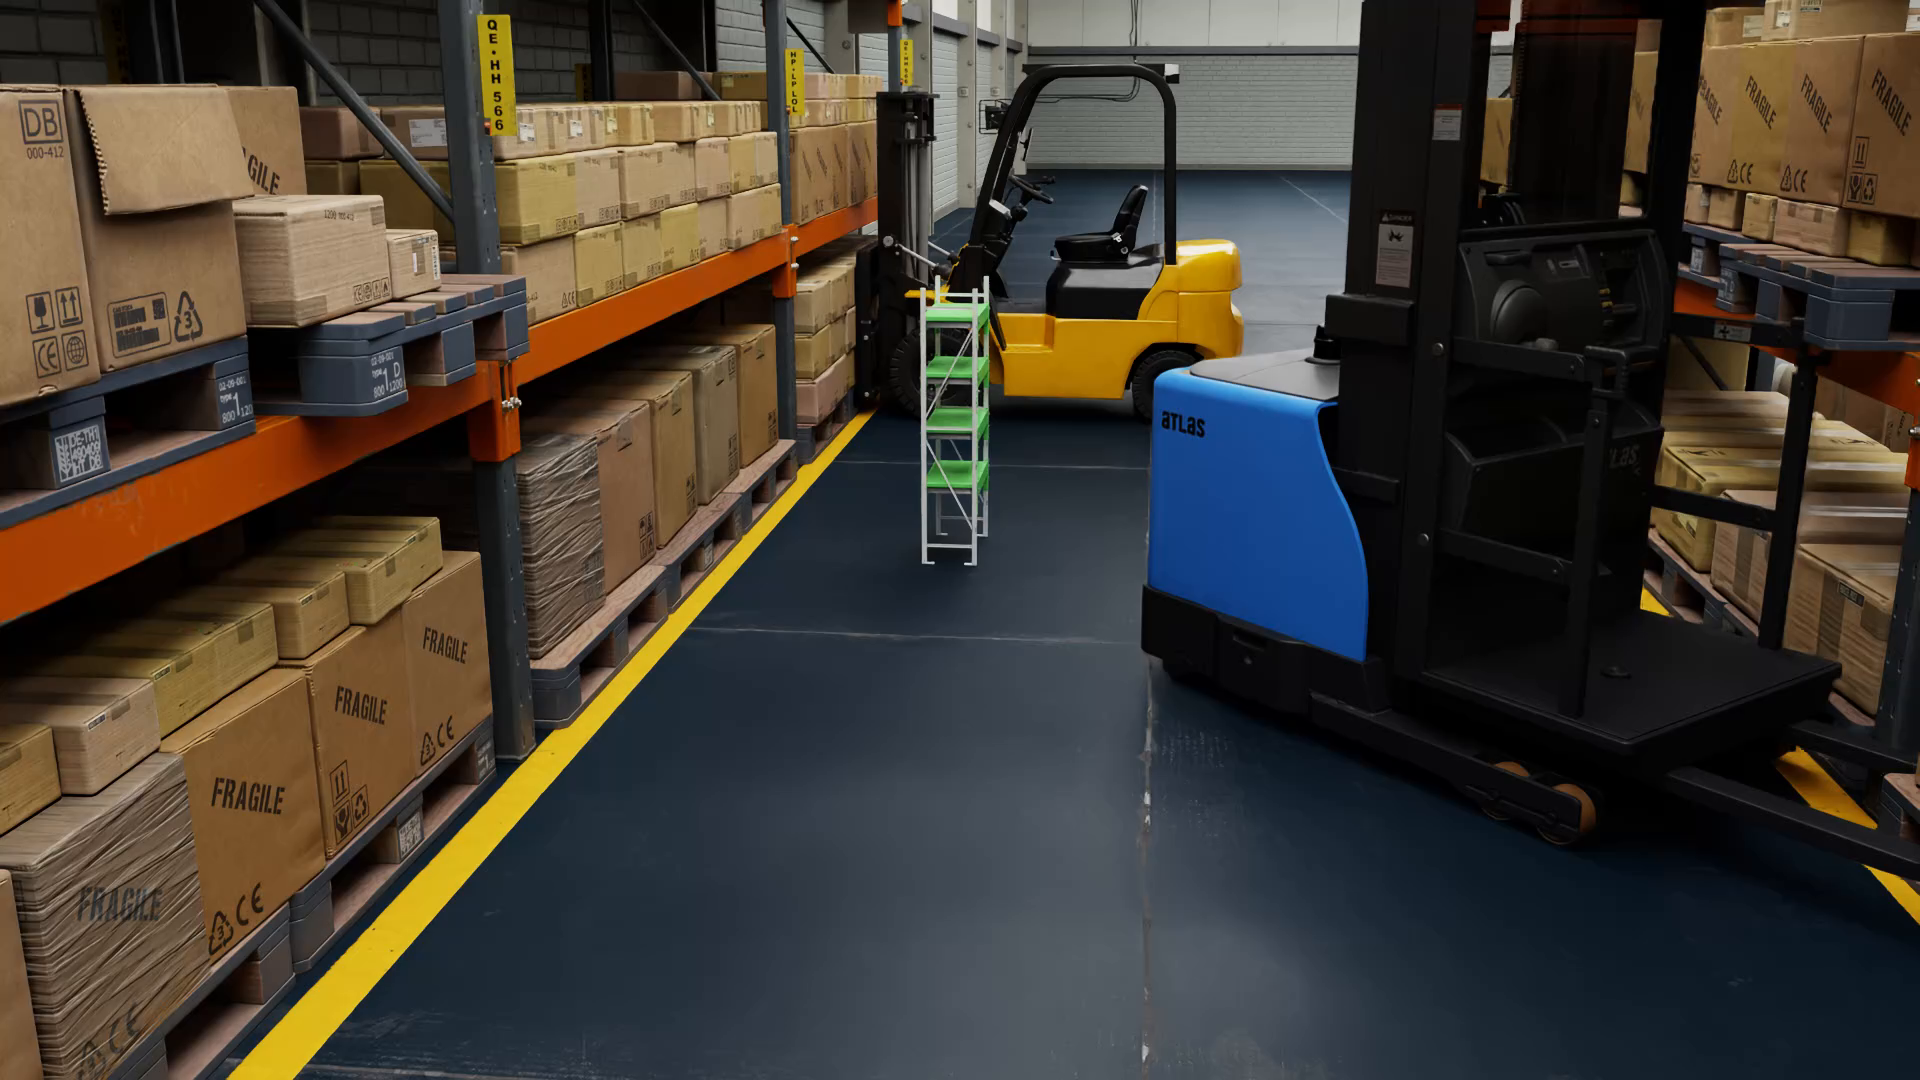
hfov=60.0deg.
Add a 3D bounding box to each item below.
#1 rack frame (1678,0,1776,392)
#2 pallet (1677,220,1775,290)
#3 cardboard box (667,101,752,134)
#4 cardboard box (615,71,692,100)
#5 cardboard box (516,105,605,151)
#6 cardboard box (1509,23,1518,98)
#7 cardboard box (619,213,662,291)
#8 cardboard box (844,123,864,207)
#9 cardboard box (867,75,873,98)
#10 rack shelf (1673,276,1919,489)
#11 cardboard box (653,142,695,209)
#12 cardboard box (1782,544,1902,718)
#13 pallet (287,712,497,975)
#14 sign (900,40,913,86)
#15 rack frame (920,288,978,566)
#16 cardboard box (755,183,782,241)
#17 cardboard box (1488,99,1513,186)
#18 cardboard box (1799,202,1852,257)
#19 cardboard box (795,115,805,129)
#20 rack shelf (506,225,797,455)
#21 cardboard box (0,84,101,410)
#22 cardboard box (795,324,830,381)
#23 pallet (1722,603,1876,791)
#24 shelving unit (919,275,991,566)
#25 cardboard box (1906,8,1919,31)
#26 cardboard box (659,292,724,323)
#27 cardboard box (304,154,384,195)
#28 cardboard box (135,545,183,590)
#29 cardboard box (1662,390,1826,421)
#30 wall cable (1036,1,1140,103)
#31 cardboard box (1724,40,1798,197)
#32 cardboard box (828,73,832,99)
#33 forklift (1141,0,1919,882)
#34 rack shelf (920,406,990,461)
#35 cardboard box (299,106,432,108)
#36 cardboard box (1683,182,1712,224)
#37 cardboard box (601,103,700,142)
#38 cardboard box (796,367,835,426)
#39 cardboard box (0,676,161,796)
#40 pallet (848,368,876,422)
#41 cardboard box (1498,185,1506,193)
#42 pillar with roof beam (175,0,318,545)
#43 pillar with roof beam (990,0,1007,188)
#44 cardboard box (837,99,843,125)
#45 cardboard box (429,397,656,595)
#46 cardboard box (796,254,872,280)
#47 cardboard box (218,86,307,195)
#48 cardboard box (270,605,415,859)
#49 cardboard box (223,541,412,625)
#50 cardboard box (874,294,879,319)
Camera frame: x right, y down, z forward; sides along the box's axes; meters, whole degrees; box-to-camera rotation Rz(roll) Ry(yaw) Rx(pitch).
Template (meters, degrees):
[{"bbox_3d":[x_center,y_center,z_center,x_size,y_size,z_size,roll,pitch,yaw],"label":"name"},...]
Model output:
[{"bbox_3d":[3.547,-1.683,8.138,1.000,3.000,0.127,2,15,6],"label":"rack frame"},{"bbox_3d":[3.279,-1.067,6.230,1.003,0.211,1.213,2,15,6],"label":"pallet"},{"bbox_3d":[-1.214,-2.027,7.976,0.380,0.149,0.250,1,15,5],"label":"cardboard box"},{"bbox_3d":[-1.649,-2.425,8.878,0.380,0.149,0.250,2,15,6],"label":"cardboard box"},{"bbox_3d":[-1.458,-1.431,5.772,0.380,0.149,0.250,2,15,7],"label":"cardboard box"},{"bbox_3d":[4.158,-3.256,11.279,0.700,0.500,0.500,1,15,5],"label":"cardboard box"},{"bbox_3d":[-1.431,-1.090,6.234,0.500,0.250,0.500,1,15,4],"label":"cardboard box"},{"bbox_3d":[-0.899,-2.380,10.527,0.500,0.500,0.500,2,15,7],"label":"cardboard box"},{"bbox_3d":[-0.785,-3.004,11.023,0.380,0.149,0.250,2,15,8],"label":"cardboard box"},{"bbox_3d":[3.322,-0.817,6.314,1.077,0.370,4.000,2,15,6],"label":"rack shelf"},{"bbox_3d":[-1.376,-1.466,6.665,0.500,0.250,0.500,2,15,7],"label":"cardboard box"},{"bbox_3d":[3.170,0.274,5.131,0.950,0.372,0.625,1,15,2],"label":"cardboard box"},{"bbox_3d":[-1.958,0.748,4.491,1.003,0.211,1.213,2,15,6],"label":"pallet"},{"bbox_3d":[-0.396,-3.519,12.258,0.100,0.325,0.005,2,15,6],"label":"sign"},{"bbox_3d":[-0.046,-0.473,7.113,0.240,1.200,0.015,2,15,6],"label":"rack frame"},{"bbox_3d":[-1.182,-1.617,8.183,0.500,0.250,0.500,2,15,8],"label":"cardboard box"},{"bbox_3d":[3.509,-2.399,10.024,0.500,0.500,0.500,1,15,5],"label":"cardboard box"},{"bbox_3d":[2.841,-0.957,5.131,0.380,0.149,0.250,2,15,6],"label":"cardboard box"},{"bbox_3d":[-1.060,-2.331,9.103,0.380,0.149,0.250,2,15,8],"label":"cardboard box"},{"bbox_3d":[-1.611,-0.962,6.851,1.077,0.370,4.000,2,15,6],"label":"rack shelf"},{"bbox_3d":[-1.864,-0.461,2.623,0.700,0.500,0.500,2,15,6],"label":"cardboard box"},{"bbox_3d":[-1.024,-1.061,9.345,0.500,0.250,0.500,2,15,6],"label":"cardboard box"},{"bbox_3d":[3.186,0.498,5.415,1.003,0.211,1.213,2,15,6],"label":"pallet"},{"bbox_3d":[-0.019,-0.536,7.347,0.258,1.200,0.503,2,15,6],"label":"shelving unit"},{"bbox_3d":[3.647,-2.013,6.552,0.380,0.149,0.250,1,15,4],"label":"cardboard box"},{"bbox_3d":[-1.522,-1.319,9.342,0.500,0.250,0.500,2,15,7],"label":"cardboard box"},{"bbox_3d":[-2.062,-1.084,5.254,0.500,0.250,0.500,2,15,8],"label":"cardboard box"},{"bbox_3d":[-2.262,0.095,4.308,0.380,0.149,0.250,2,15,8],"label":"cardboard box"},{"bbox_3d":[3.491,-0.481,7.923,0.950,0.372,0.625,2,15,7],"label":"cardboard box"},{"bbox_3d":[3.124,-12.614,43.021,3.097,2.526,0.112,2,15,6],"label":"wall cable"},{"bbox_3d":[2.974,-1.431,5.643,0.500,0.500,0.500,1,15,2],"label":"cardboard box"},{"bbox_3d":[-0.961,-2.676,9.806,0.380,0.149,0.250,1,15,5],"label":"cardboard box"},{"bbox_3d":[1.908,-0.720,4.711,1.130,2.935,3.031,-10,18,-34],"label":"forklift"},{"bbox_3d":[-0.019,-0.475,7.363,0.258,0.148,0.480,2,15,6],"label":"rack shelf"},{"bbox_3d":[-1.992,-1.379,5.580,0.380,0.149,0.250,2,15,6],"label":"cardboard box"},{"bbox_3d":[2.996,-1.293,6.374,0.380,0.149,0.250,2,15,8],"label":"cardboard box"},{"bbox_3d":[-1.271,-1.691,6.734,0.380,0.149,0.250,1,15,5],"label":"cardboard box"},{"bbox_3d":[-1.001,-0.819,9.408,0.500,0.250,0.500,2,15,7],"label":"cardboard box"},{"bbox_3d":[-1.818,0.379,3.256,0.380,0.149,0.250,1,15,4],"label":"cardboard box"},{"bbox_3d":[-1.119,-1.004,10.971,1.003,0.211,1.213,2,15,6],"label":"pallet"},{"bbox_3d":[3.444,-2.051,9.980,0.380,0.149,0.250,2,15,7],"label":"cardboard box"},{"bbox_3d":[1.693,-3.924,4.936,9.100,9.000,0.400,2,15,6],"label":"pillar with roof beam"},{"bbox_3d":[5.078,-11.705,33.711,9.100,9.000,0.400,2,15,6],"label":"pillar with roof beam"},{"bbox_3d":[-0.915,-2.595,10.080,0.380,0.149,0.250,1,15,4],"label":"cardboard box"},{"bbox_3d":[-1.687,-0.178,6.318,0.875,0.625,0.625,2,15,8],"label":"cardboard box"},{"bbox_3d":[-0.839,-1.700,10.749,0.500,0.250,0.500,1,15,5],"label":"cardboard box"},{"bbox_3d":[-2.050,-0.913,4.294,0.500,0.500,0.500,2,15,9],"label":"cardboard box"},{"bbox_3d":[-1.737,0.459,4.202,0.500,0.500,0.500,1,15,5],"label":"cardboard box"},{"bbox_3d":[-1.641,0.108,4.259,0.380,0.149,0.250,1,15,3],"label":"cardboard box"},{"bbox_3d":[-0.783,-1.582,11.273,0.500,0.250,0.500,1,15,5],"label":"cardboard box"}]
